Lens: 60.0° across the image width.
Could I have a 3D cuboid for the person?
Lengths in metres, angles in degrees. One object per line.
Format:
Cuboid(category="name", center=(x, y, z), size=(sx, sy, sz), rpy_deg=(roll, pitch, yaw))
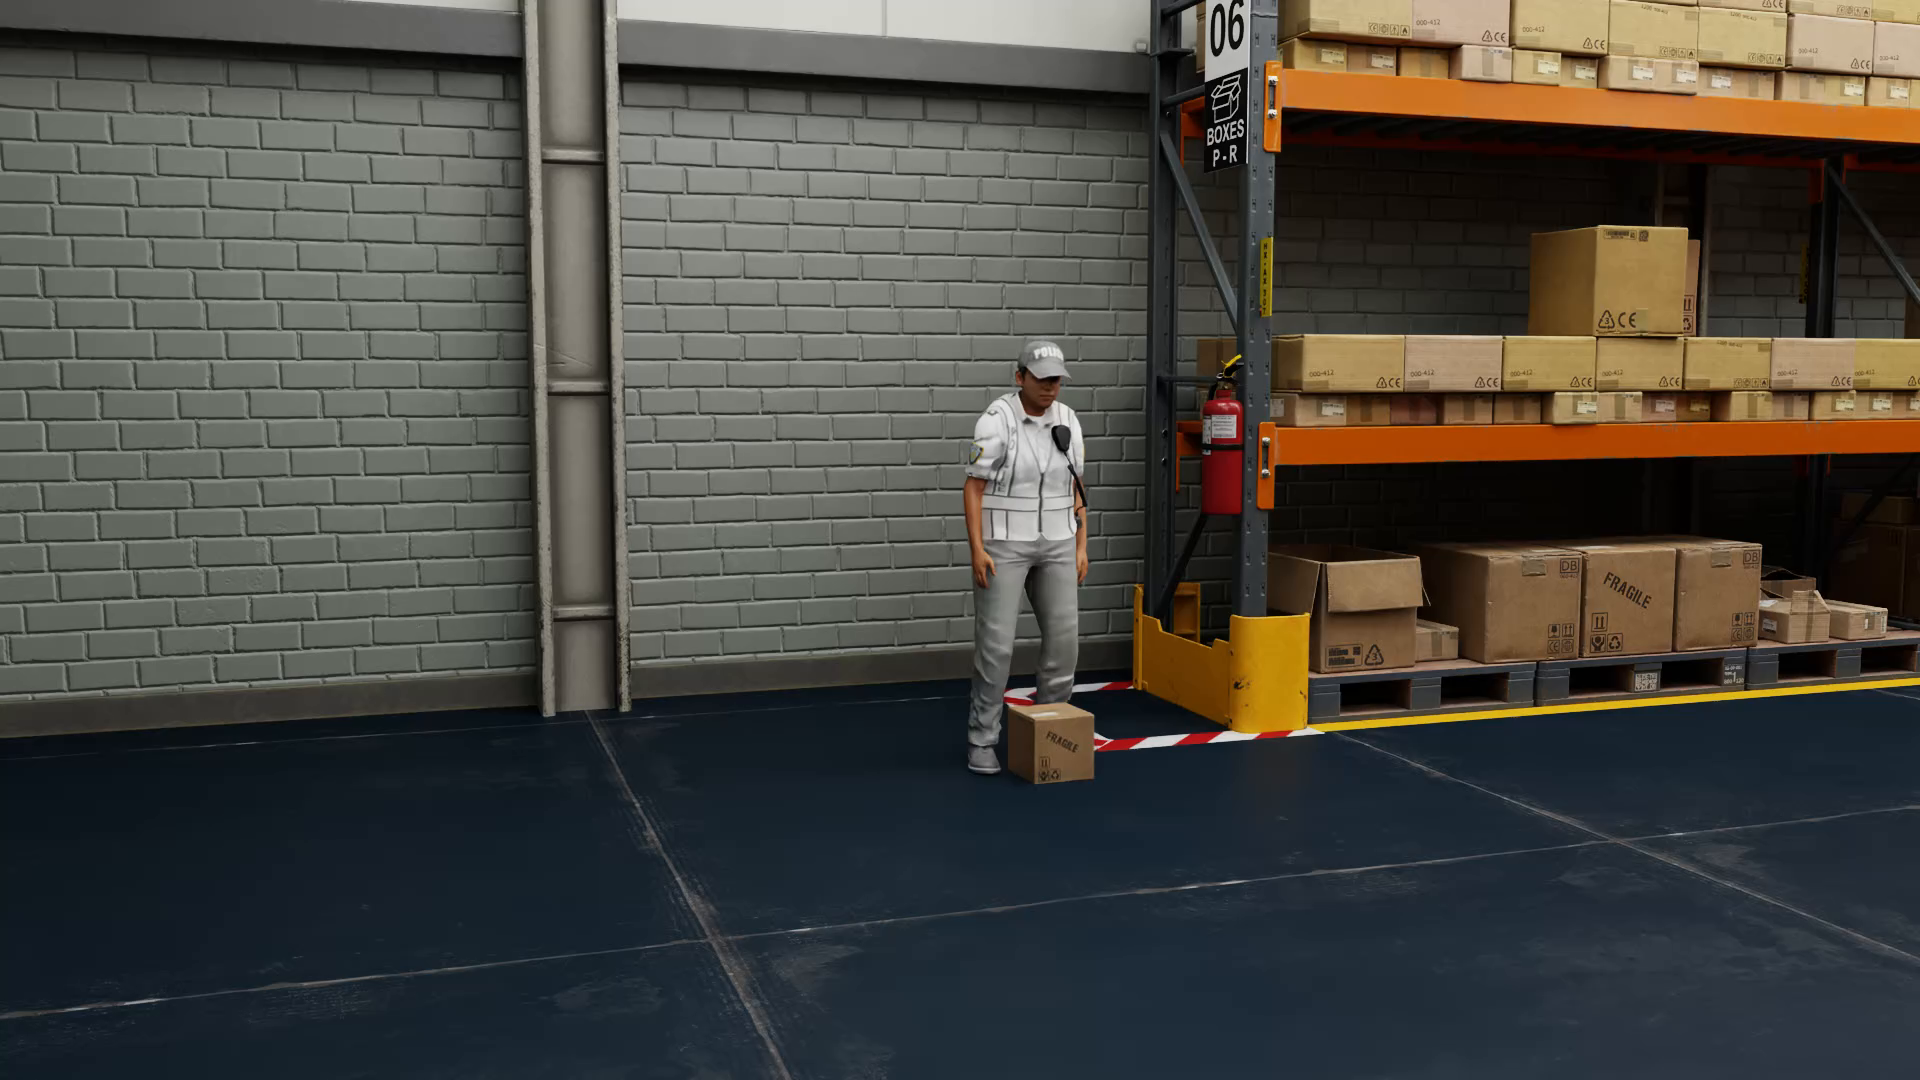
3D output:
Cuboid(category="person", center=(0.263, 0.054, 6.510), size=(0.540, 1.666, 0.464), rpy_deg=(-2, 6, -21))
